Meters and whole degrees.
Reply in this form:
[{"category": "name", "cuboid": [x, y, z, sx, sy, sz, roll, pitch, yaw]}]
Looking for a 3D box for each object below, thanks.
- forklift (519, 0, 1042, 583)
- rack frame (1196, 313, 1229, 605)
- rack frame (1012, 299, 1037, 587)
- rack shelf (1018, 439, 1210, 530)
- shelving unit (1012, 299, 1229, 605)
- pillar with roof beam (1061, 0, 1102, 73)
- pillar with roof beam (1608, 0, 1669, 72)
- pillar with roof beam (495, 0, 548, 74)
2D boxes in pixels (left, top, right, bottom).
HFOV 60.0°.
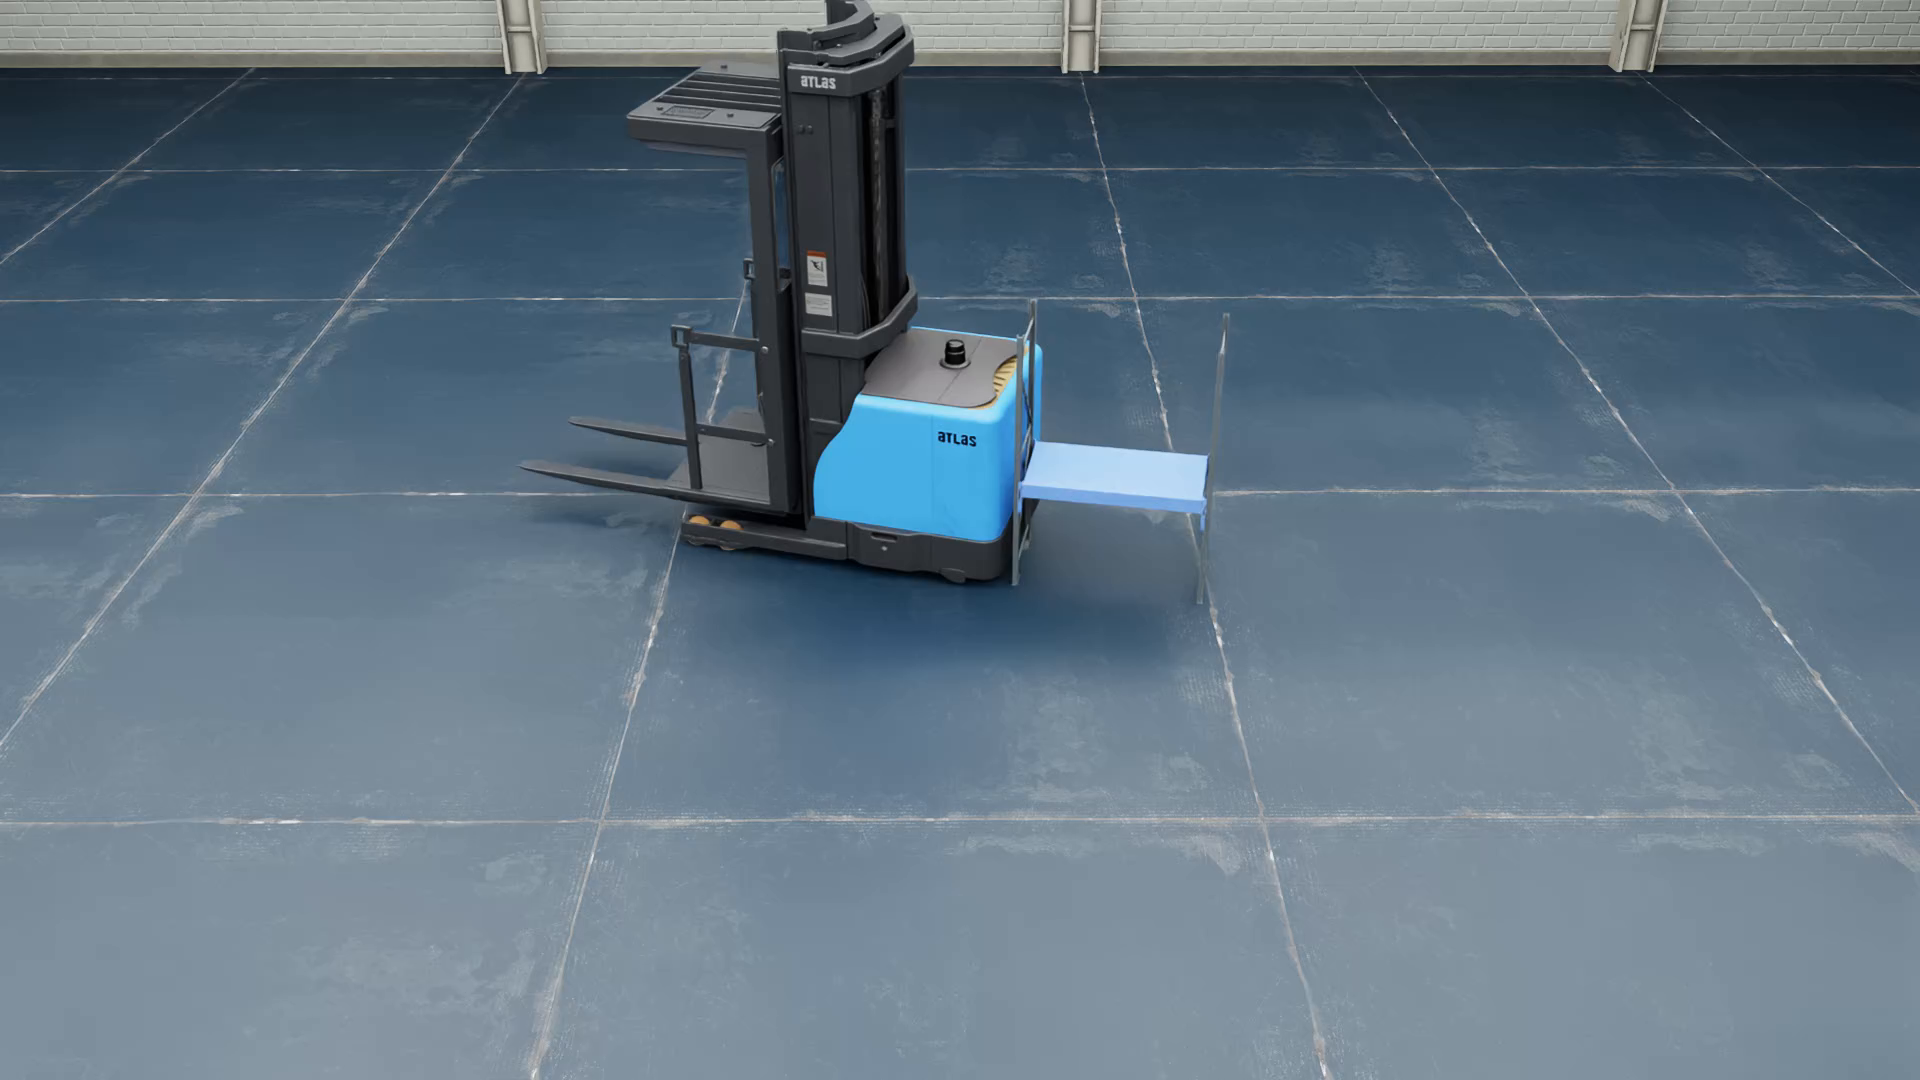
[{"category": "forklift", "cuboid": [-1.096, -1.444, 9.193, 3.031, 2.935, 1.130, 9, 32, 14]}, {"category": "rack frame", "cuboid": [1.349, -0.416, 8.879, 0.032, 1.500, 0.500, 5, 32, 9]}, {"category": "rack frame", "cuboid": [0.349, -0.512, 9.038, 0.032, 1.500, 0.500, 5, 32, 9]}, {"category": "rack shelf", "cuboid": [0.849, -0.311, 9.052, 1.000, 0.185, 0.538, 5, 32, 9]}, {"category": "shelving unit", "cuboid": [0.849, -0.464, 8.958, 1.048, 1.500, 0.538, 5, 32, 9]}, {"category": "pillar with roof beam", "cuboid": [1.326, -6.737, 12.069, 0.400, 9.000, 9.100, 0, 31, 0]}, {"category": "pillar with roof beam", "cuboid": [7.326, -6.756, 12.099, 0.400, 9.000, 9.100, 0, 31, 0]}, {"category": "pillar with roof beam", "cuboid": [-4.674, -6.719, 12.038, 0.400, 9.000, 9.100, 0, 31, 0]}]
